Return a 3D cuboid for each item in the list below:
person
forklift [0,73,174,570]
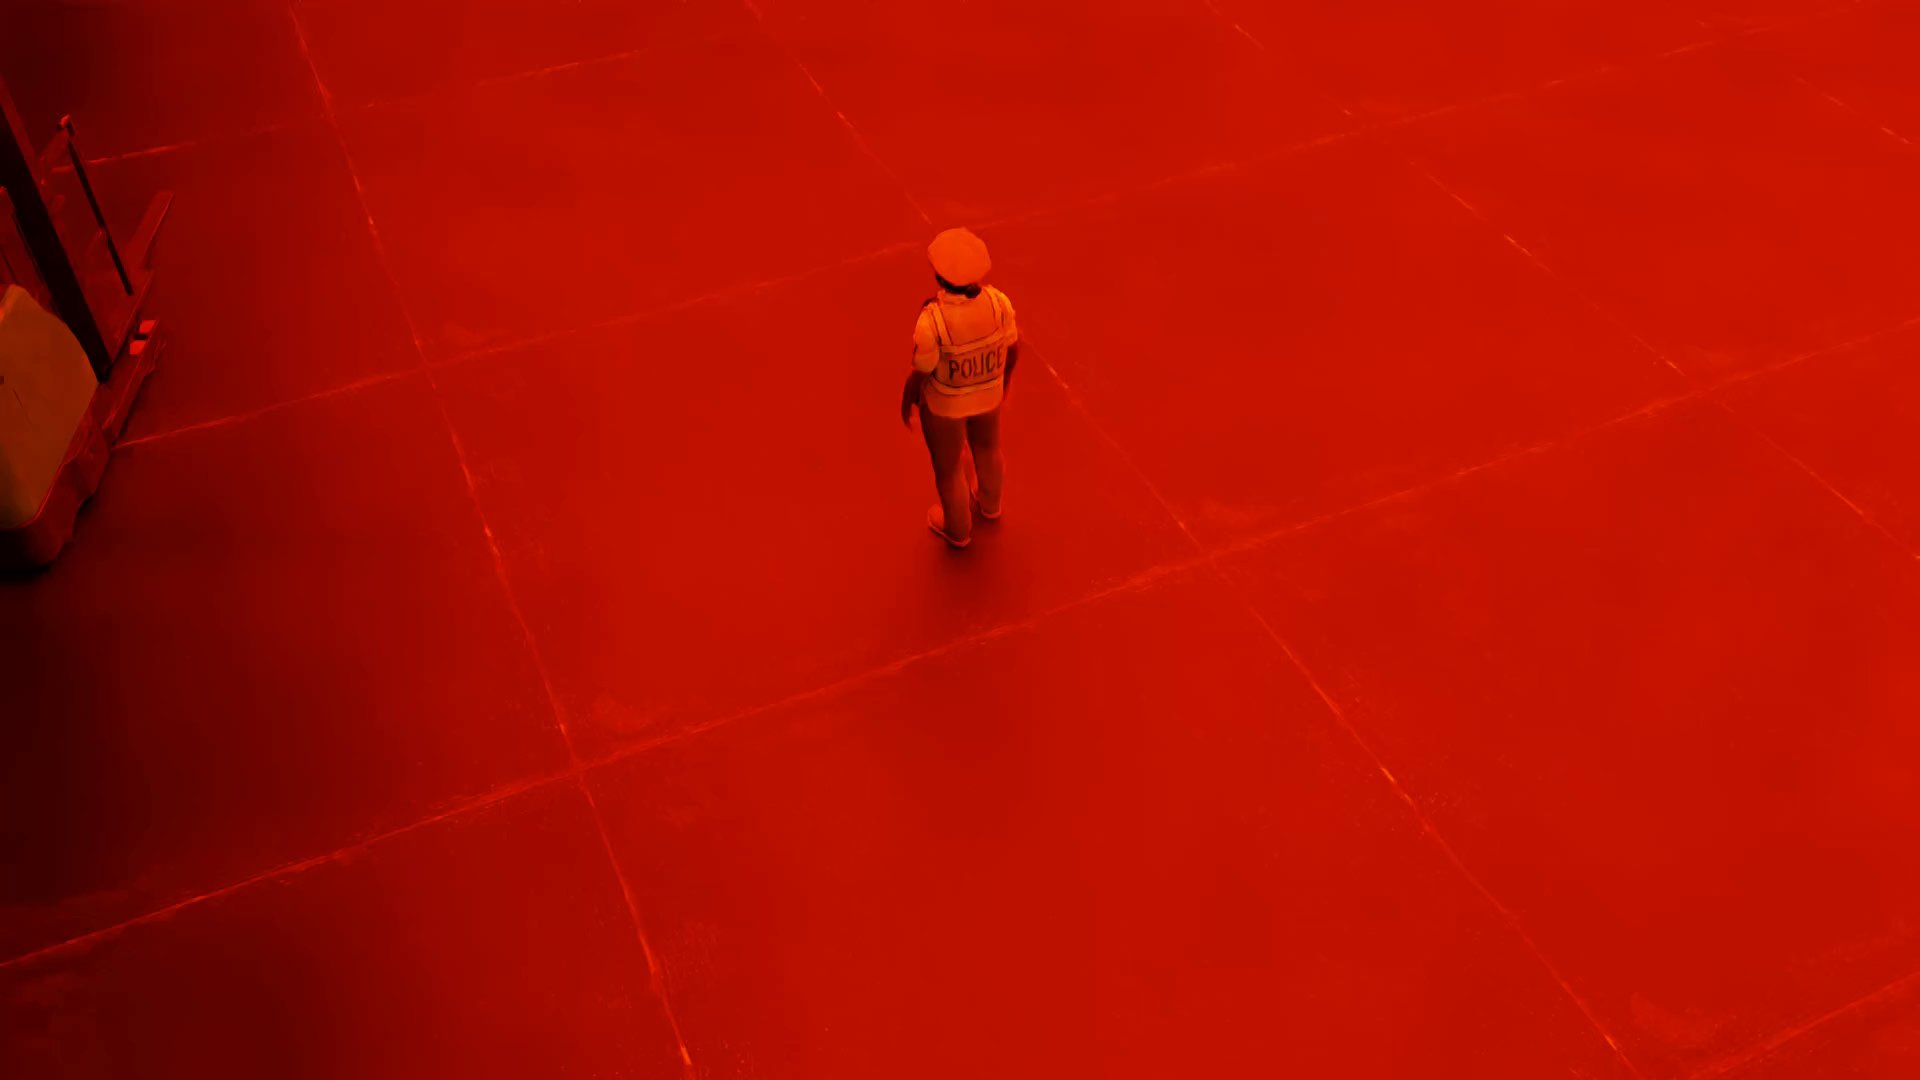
[{"bbox_3d":[-0.014,-0.677,7.301,0.570,1.695,0.529,-18,46,-18],"label":"person"},{"bbox_3d":[-4.792,-1.895,7.711,1.130,2.935,3.031,-3,43,-4],"label":"forklift"}]
